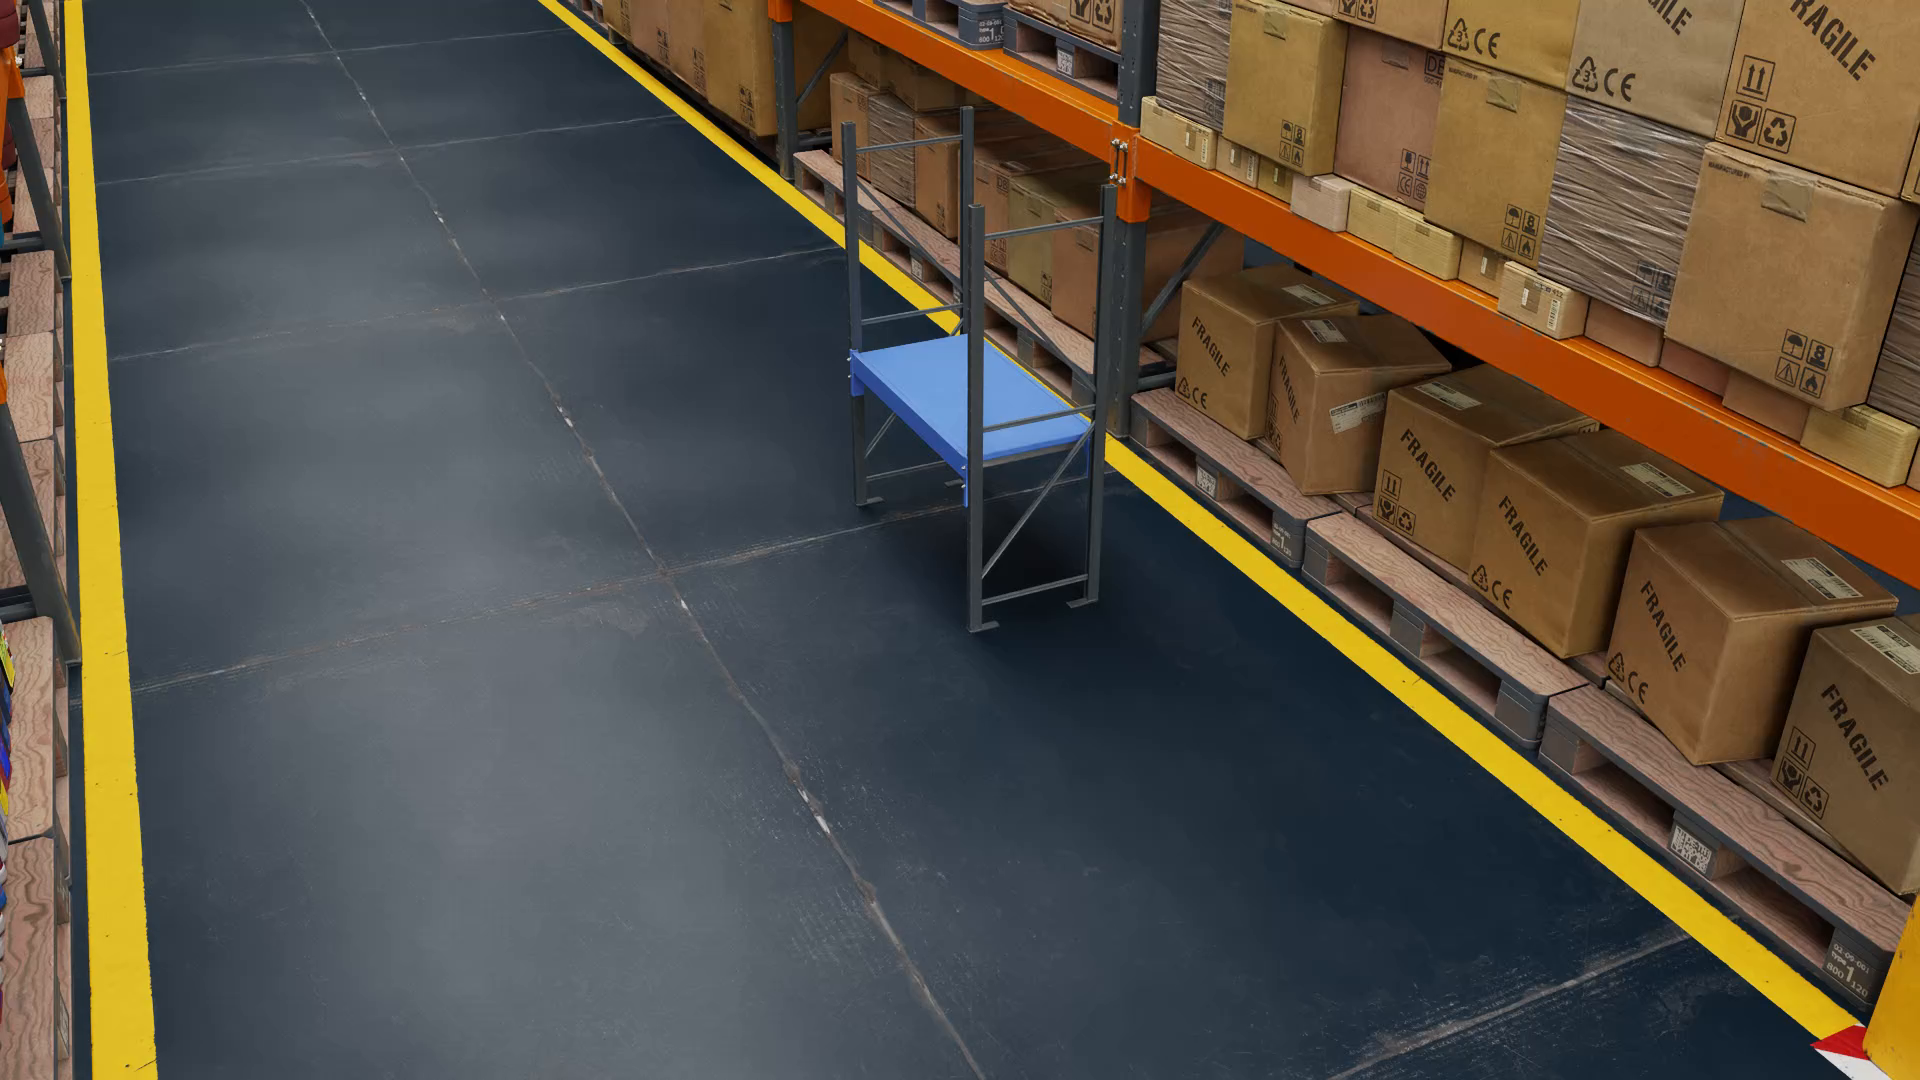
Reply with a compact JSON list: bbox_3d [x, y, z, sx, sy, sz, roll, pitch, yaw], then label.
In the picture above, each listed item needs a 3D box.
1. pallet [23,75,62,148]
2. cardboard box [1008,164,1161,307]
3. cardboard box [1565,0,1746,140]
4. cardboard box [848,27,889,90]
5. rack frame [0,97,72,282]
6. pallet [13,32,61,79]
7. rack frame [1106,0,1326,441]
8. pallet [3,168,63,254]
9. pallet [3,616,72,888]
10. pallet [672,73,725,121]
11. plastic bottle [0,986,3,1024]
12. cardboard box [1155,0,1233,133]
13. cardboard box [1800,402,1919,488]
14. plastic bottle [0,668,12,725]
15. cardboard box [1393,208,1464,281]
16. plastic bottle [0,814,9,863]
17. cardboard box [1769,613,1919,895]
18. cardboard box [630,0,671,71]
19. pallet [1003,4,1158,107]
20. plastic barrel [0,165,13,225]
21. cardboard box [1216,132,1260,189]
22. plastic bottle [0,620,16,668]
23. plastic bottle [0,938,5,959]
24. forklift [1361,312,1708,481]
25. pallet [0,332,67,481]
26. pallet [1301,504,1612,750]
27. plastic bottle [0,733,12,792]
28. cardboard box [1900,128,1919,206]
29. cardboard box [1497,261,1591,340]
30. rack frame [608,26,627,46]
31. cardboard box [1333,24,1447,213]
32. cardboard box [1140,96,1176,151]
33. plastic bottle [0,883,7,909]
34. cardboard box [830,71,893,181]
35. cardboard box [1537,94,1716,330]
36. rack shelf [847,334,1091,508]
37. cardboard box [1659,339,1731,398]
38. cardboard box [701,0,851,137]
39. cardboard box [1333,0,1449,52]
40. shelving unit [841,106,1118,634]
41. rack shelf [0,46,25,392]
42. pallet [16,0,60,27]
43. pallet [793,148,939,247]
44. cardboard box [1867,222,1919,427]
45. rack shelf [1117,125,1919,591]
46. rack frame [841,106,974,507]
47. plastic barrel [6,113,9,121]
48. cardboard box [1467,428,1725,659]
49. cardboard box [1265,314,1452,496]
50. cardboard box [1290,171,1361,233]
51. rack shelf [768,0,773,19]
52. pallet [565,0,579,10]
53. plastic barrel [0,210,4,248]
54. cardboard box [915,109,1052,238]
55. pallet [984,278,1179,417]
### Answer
[{"bbox_3d":[-6.528,-2.785,11.001,1.003,0.211,1.213,-13,32,-22],"label":"pallet"},{"bbox_3d":[0.655,-1.449,7.874,0.700,0.500,0.500,-13,32,-22],"label":"cardboard box"},{"bbox_3d":[1.912,-1.332,4.130,0.500,0.500,0.500,-13,32,-22],"label":"cardboard box"},{"bbox_3d":[-0.316,-2.763,9.450,0.500,0.250,0.500,-12,31,-20],"label":"cardboard box"},{"bbox_3d":[-5.104,-2.584,7.792,1.000,3.000,0.127,-13,32,-22],"label":"rack frame"},{"bbox_3d":[-7.172,-3.452,12.190,1.003,0.211,1.213,-13,32,-22],"label":"pallet"},{"bbox_3d":[1.087,-1.857,6.495,1.000,3.000,0.127,-13,32,-22],"label":"rack frame"},{"bbox_3d":[-5.480,-1.707,9.079,1.003,0.211,1.213,-13,32,-22],"label":"pallet"},{"bbox_3d":[-3.136,0.704,4.778,1.003,0.211,1.213,-13,32,-22],"label":"pallet"},{"bbox_3d":[-1.421,-3.310,11.937,1.003,0.211,1.213,-13,32,-22],"label":"pallet"},{"bbox_3d":[-2.247,0.972,3.776,0.061,0.283,0.133,-13,32,-21],"label":"plastic bottle"},{"bbox_3d":[1.224,-1.819,6.020,0.875,0.500,0.500,-13,32,-22],"label":"cardboard box"},{"bbox_3d":[2.234,-0.273,3.928,0.380,0.149,0.250,-13,32,-22],"label":"cardboard box"},{"bbox_3d":[-2.850,0.370,4.782,0.144,0.351,0.185,-14,32,-23],"label":"plastic bottle"},{"bbox_3d":[1.563,-0.930,5.098,0.380,0.149,0.250,-13,32,-22],"label":"cardboard box"},{"bbox_3d":[-2.563,0.703,4.265,0.152,0.276,0.135,-12,32,-21],"label":"plastic bottle"},{"bbox_3d":[2.551,0.537,4.351,0.500,0.500,0.500,-7,30,-13],"label":"cardboard box"},{"bbox_3d":[-1.671,-3.975,12.014,1.225,0.875,0.875,-14,32,-24],"label":"cardboard box"},{"bbox_3d":[0.890,-2.142,7.199,1.003,0.211,1.213,-13,32,-22],"label":"pallet"},{"bbox_3d":[-5.329,-2.033,8.599,0.600,0.830,0.708,-13,32,-22],"label":"plastic barrel"},{"bbox_3d":[1.135,-1.372,5.886,0.380,0.149,0.250,-13,32,-22],"label":"cardboard box"},{"bbox_3d":[-2.950,0.306,5.048,0.097,0.201,0.097,0,29,0],"label":"plastic bottle"},{"bbox_3d":[-2.356,0.886,3.943,0.097,0.271,0.097,0,29,0],"label":"plastic bottle"},{"bbox_3d":[2.461,-2.163,7.110,1.130,2.935,3.031,-14,32,-23],"label":"forklift"},{"bbox_3d":[-4.287,-0.479,6.889,1.003,0.211,1.213,-13,32,-22],"label":"pallet"},{"bbox_3d":[1.935,0.188,5.699,1.003,0.211,1.213,-13,32,-22],"label":"pallet"},{"bbox_3d":[-2.660,0.548,4.534,0.061,0.283,0.133,-11,31,-19],"label":"plastic bottle"},{"bbox_3d":[2.345,-0.891,3.343,0.500,0.500,0.500,-13,32,-22],"label":"cardboard box"},{"bbox_3d":[1.756,-0.704,4.695,0.380,0.149,0.250,-13,32,-22],"label":"cardboard box"},{"bbox_3d":[-2.348,-5.391,12.797,1.000,3.000,0.127,-13,32,-22],"label":"rack frame"},{"bbox_3d":[1.712,-1.391,5.257,0.875,0.500,0.500,-13,32,-22],"label":"cardboard box"},{"bbox_3d":[0.907,-1.590,6.275,0.380,0.149,0.250,-13,32,-22],"label":"cardboard box"},{"bbox_3d":[-2.443,0.796,4.103,0.097,0.271,0.097,0,29,0],"label":"plastic bottle"},{"bbox_3d":[-0.325,-2.434,9.630,0.700,0.500,0.500,-15,33,-25],"label":"cardboard box"},{"bbox_3d":[2.094,-0.938,4.450,0.875,0.500,0.500,-13,32,-22],"label":"cardboard box"},{"bbox_3d":[0.037,-0.460,5.904,0.538,0.185,1.000,-13,32,-22],"label":"rack shelf"},{"bbox_3d":[2.071,-0.506,4.343,0.380,0.149,0.250,-13,32,-22],"label":"cardboard box"},{"bbox_3d":[-0.908,-3.190,10.615,1.225,0.875,0.875,-15,32,-24],"label":"cardboard box"},{"bbox_3d":[1.480,-1.773,4.916,0.500,0.500,0.500,-13,32,-22],"label":"cardboard box"},{"bbox_3d":[0.037,-0.616,5.816,0.538,1.500,1.048,-13,32,-22],"label":"shelving unit"},{"bbox_3d":[-4.245,-1.387,6.392,1.077,0.370,4.000,-13,32,-22],"label":"rack shelf"},{"bbox_3d":[-8.219,-4.529,14.112,1.003,0.211,1.213,-13,32,-22],"label":"pallet"},{"bbox_3d":[-0.296,-2.062,9.712,1.003,0.211,1.213,-13,32,-22],"label":"pallet"},{"bbox_3d":[2.592,-0.512,3.691,0.875,0.500,0.500,-13,32,-22],"label":"cardboard box"},{"bbox_3d":[1.945,-0.660,5.096,1.077,0.370,4.000,-13,32,-22],"label":"rack shelf"},{"bbox_3d":[-0.182,-0.841,6.216,0.500,1.500,0.032,-13,32,-22],"label":"rack frame"},{"bbox_3d":[-6.299,-3.062,10.361,0.600,0.901,0.708,-13,32,-22],"label":"plastic barrel"},{"bbox_3d":[2.012,0.000,5.309,0.500,0.500,0.500,-10,31,-17],"label":"cardboard box"},{"bbox_3d":[1.475,-0.514,6.226,0.500,0.500,0.500,-3,29,-6],"label":"cardboard box"},{"bbox_3d":[1.321,-1.144,5.481,0.380,0.149,0.250,-13,32,-22],"label":"cardboard box"},{"bbox_3d":[-1.489,-4.194,11.398,1.077,0.370,4.000,-13,32,-22],"label":"rack shelf"},{"bbox_3d":[-3.131,-5.067,15.070,1.003,0.211,1.213,-13,32,-22],"label":"pallet"},{"bbox_3d":[-3.279,-1.270,4.936,0.600,0.901,0.708,-13,32,-22],"label":"plastic barrel"},{"bbox_3d":[0.174,-1.943,8.754,0.700,0.500,0.500,-10,31,-18],"label":"cardboard box"},{"bbox_3d":[0.751,-0.985,7.790,1.003,0.211,1.213,-13,32,-22],"label":"pallet"}]
